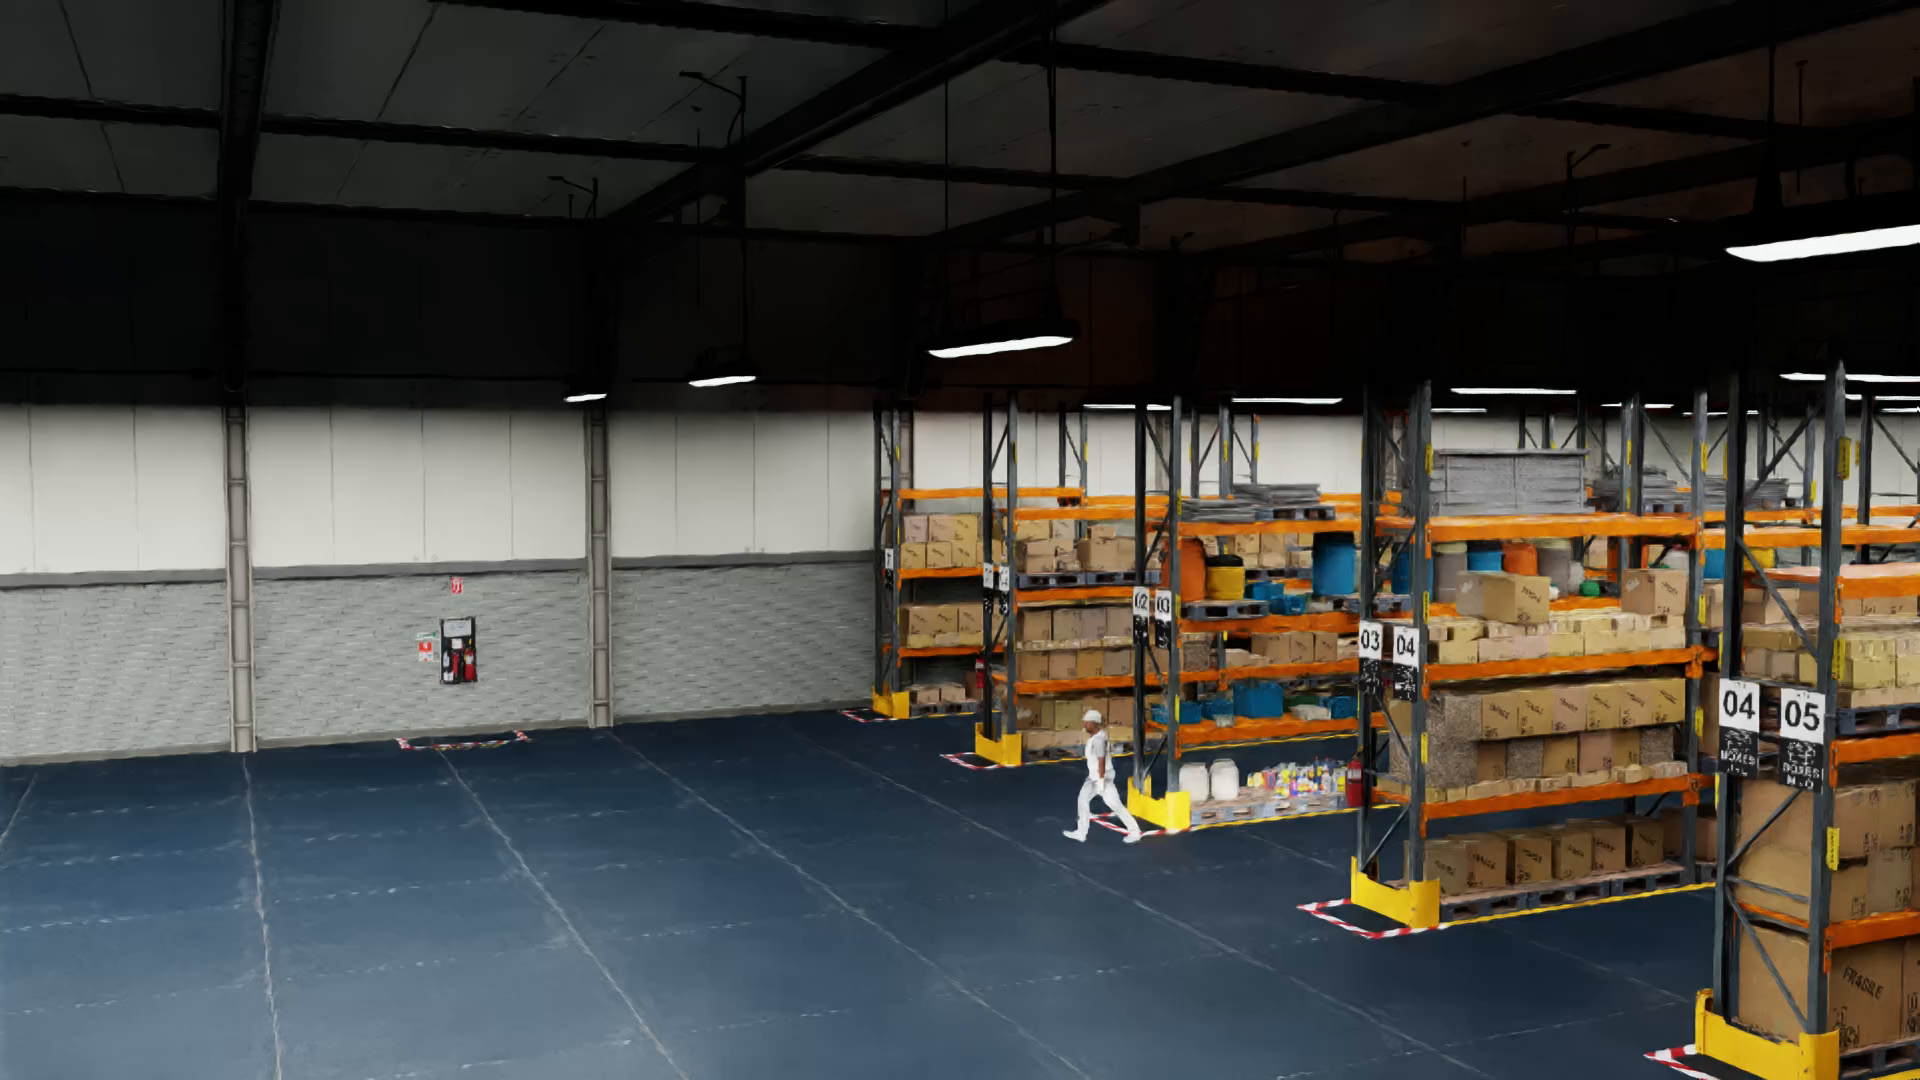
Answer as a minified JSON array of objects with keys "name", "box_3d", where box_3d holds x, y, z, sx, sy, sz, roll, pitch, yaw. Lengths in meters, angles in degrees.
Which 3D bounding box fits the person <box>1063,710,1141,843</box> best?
[{"name":"person","box_3d":[1.842,3.055,21.488,0.984,1.731,0.607,0,3,-4]}]
